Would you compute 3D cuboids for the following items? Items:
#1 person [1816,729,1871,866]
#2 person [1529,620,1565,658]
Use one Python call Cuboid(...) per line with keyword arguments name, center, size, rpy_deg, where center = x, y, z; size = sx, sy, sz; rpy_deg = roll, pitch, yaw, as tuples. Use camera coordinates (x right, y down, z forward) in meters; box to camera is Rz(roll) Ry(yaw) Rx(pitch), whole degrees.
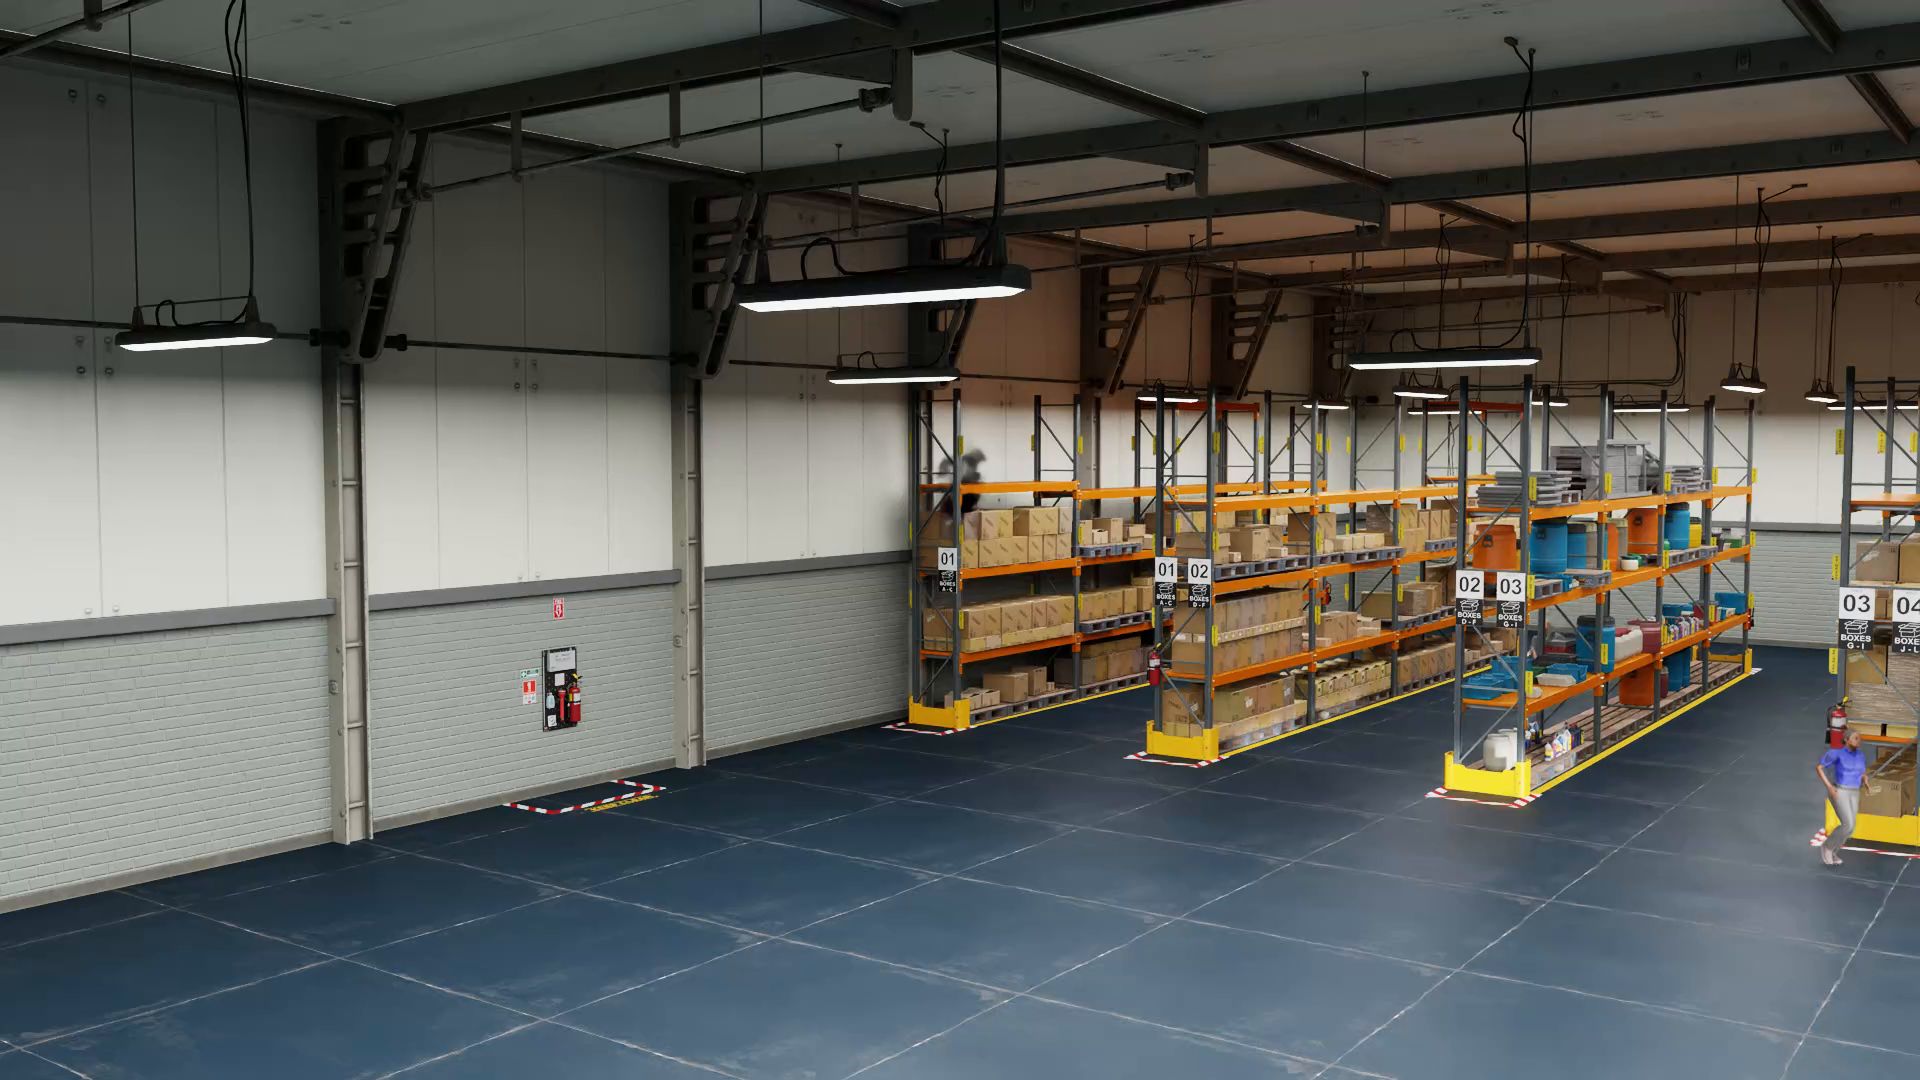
Cuboid(name="person", center=(10.580, 3.080, 19.784), size=(0.558, 1.630, 0.543), rpy_deg=(-1, 3, -17))
Cuboid(name="person", center=(11.177, 2.349, 31.655), size=(0.678, 1.675, 0.756), rpy_deg=(3, 4, 40))
